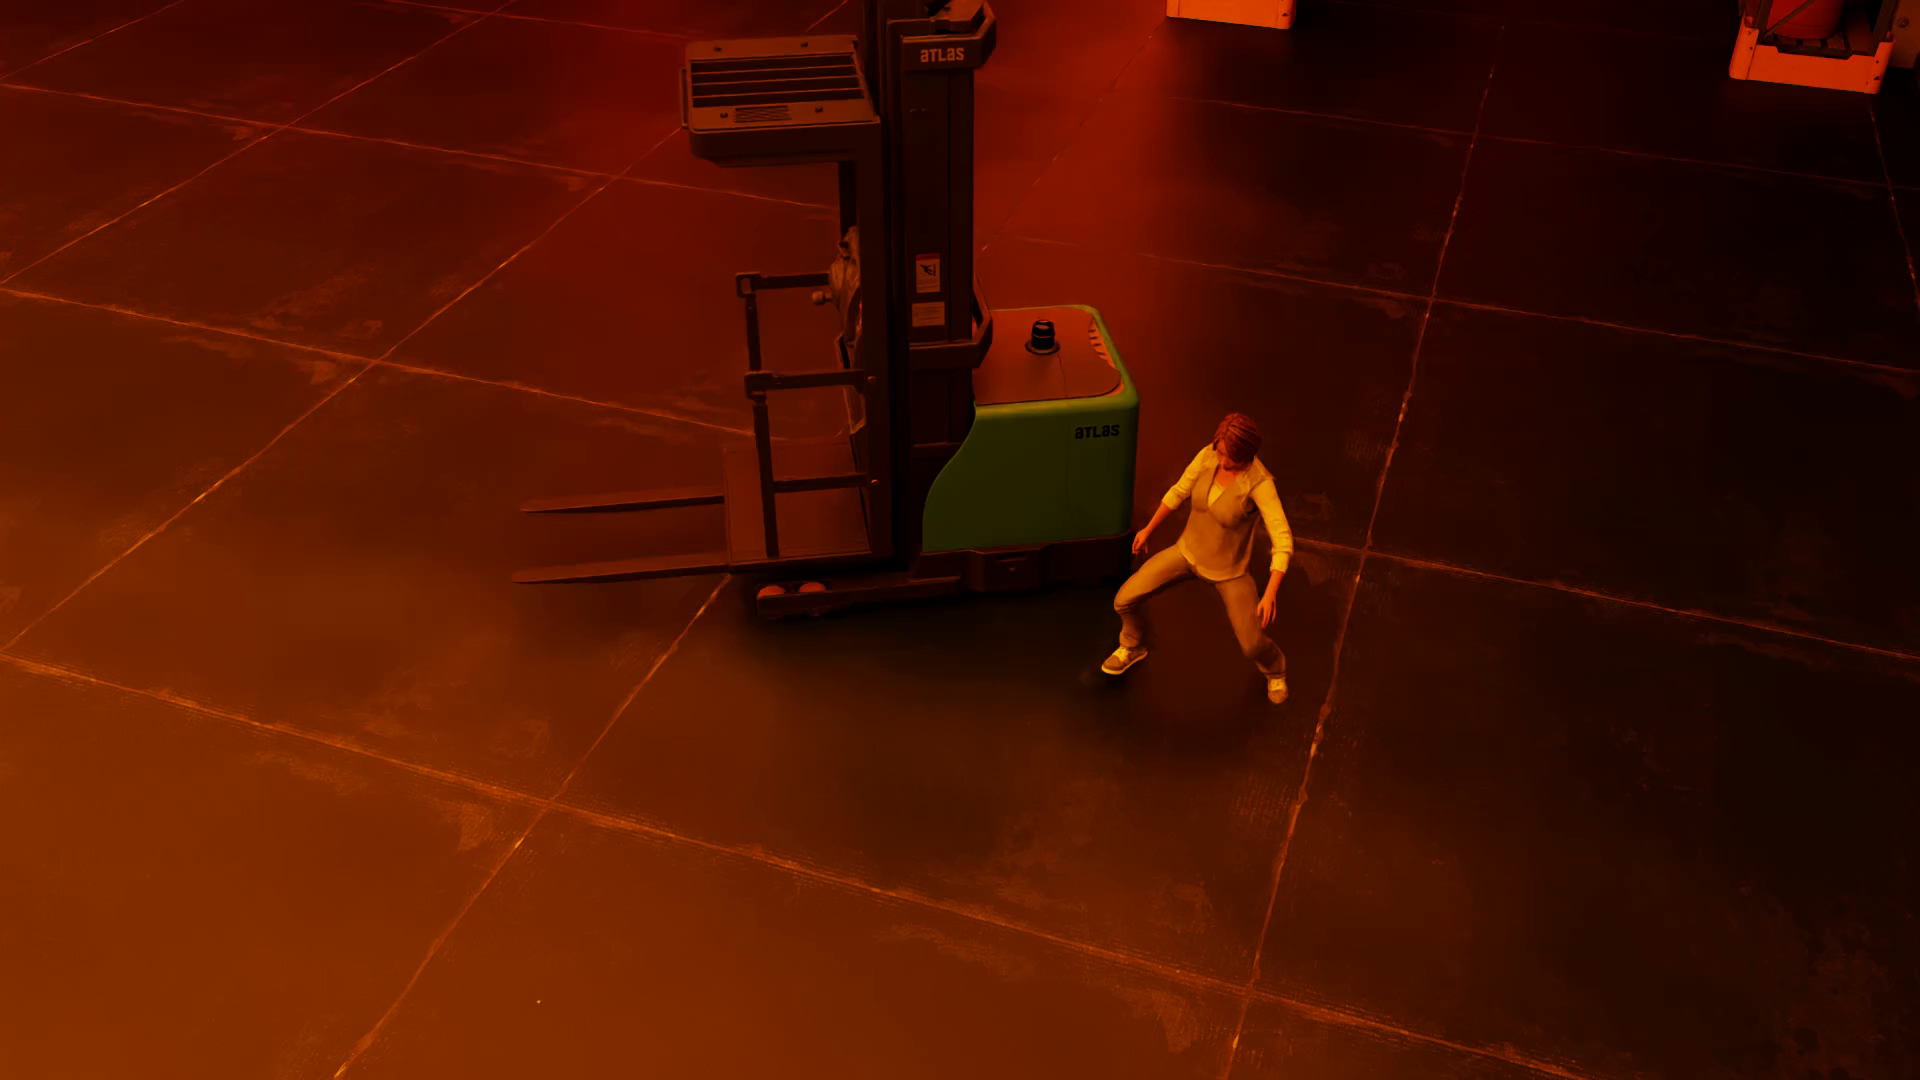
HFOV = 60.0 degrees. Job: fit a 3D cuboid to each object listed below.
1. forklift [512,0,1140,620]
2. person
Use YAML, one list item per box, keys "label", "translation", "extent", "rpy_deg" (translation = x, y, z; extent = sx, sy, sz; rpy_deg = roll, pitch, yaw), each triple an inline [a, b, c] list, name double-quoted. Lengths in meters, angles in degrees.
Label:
- label: "forklift"
  translation: [-0.703, -1.135, 7.712]
  extent: [3.031, 2.935, 1.130]
  rpy_deg: [-5, 36, -7]
- label: "person"
  translation: [1.147, 0.104, 7.271]
  extent: [0.821, 1.482, 0.651]
  rpy_deg: [29, 45, 35]
